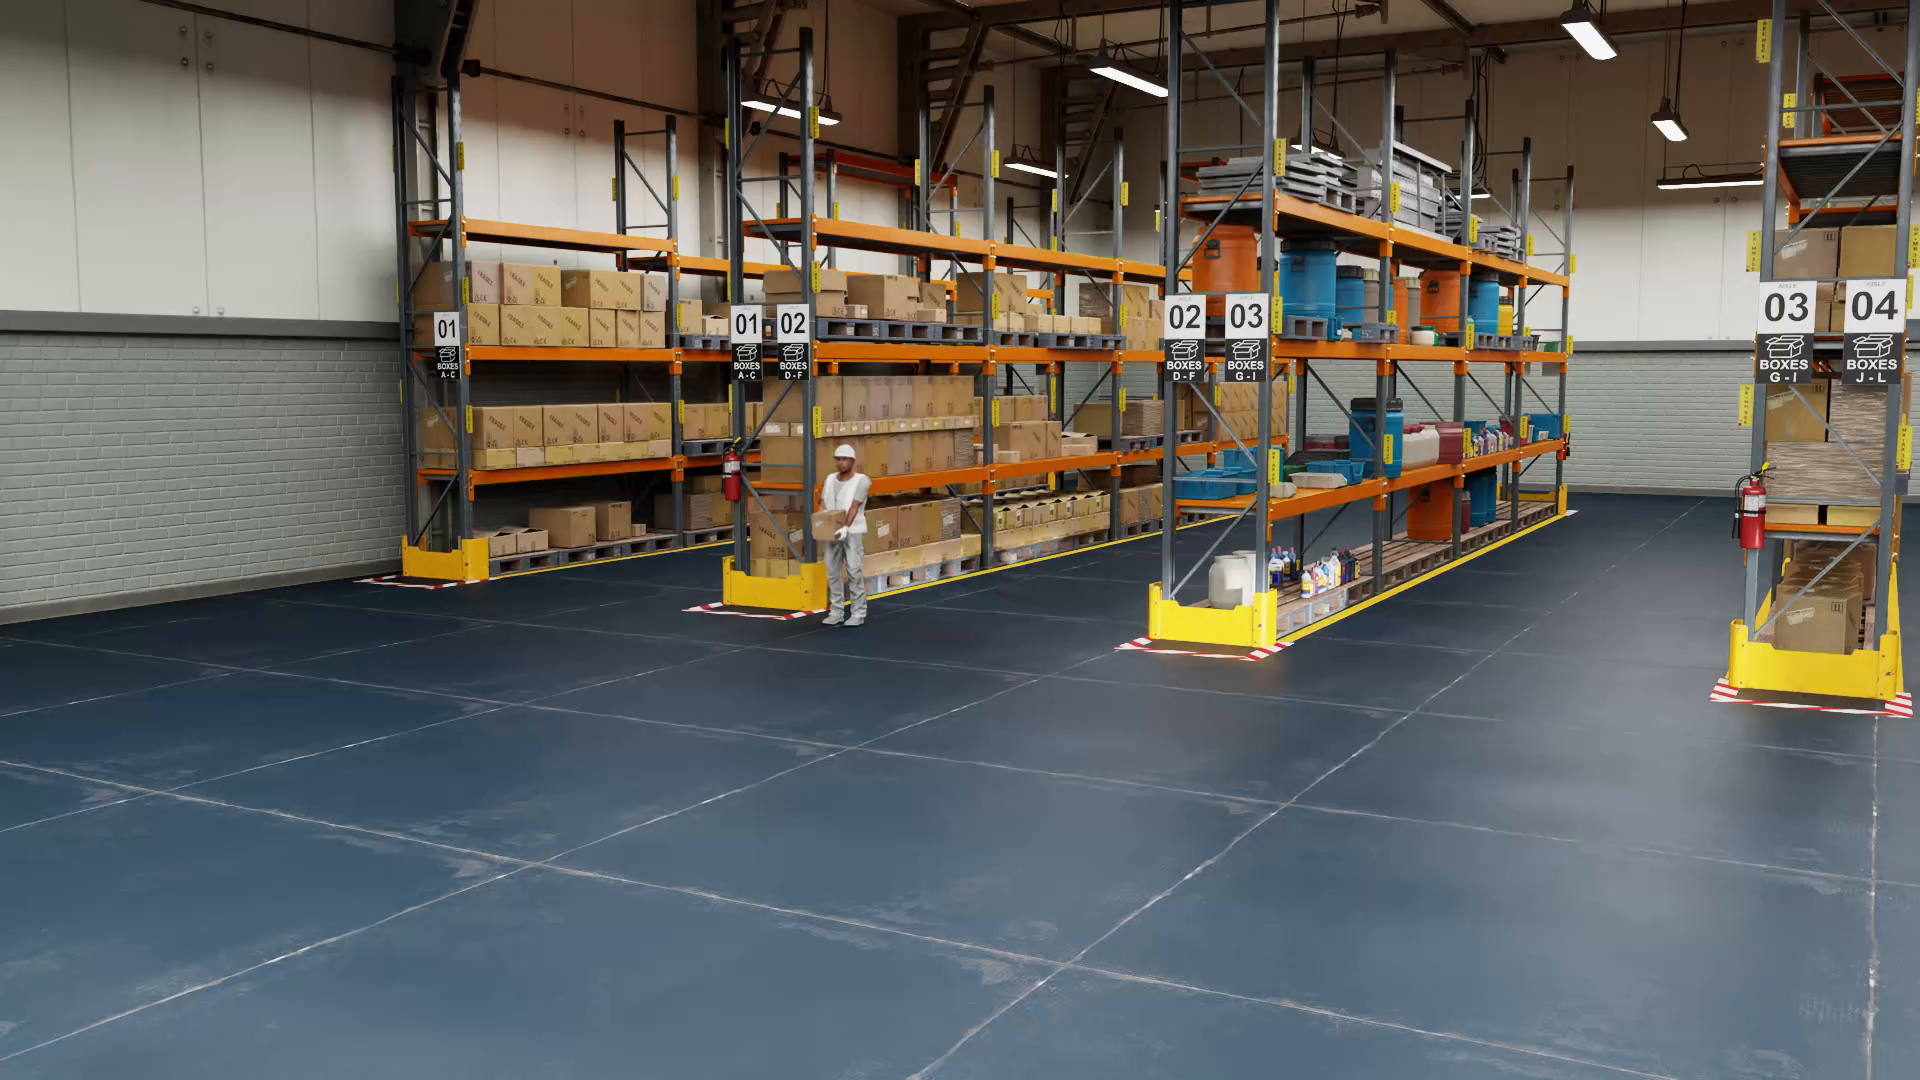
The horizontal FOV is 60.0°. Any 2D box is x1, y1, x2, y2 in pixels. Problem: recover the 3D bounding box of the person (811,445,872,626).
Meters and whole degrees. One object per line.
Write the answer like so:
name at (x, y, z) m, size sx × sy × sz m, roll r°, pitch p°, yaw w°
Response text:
person at (-1.176, -0.042, 16.384) m, size 0.491 × 1.782 × 0.580 m, roll 3°, pitch 7°, yaw 28°
